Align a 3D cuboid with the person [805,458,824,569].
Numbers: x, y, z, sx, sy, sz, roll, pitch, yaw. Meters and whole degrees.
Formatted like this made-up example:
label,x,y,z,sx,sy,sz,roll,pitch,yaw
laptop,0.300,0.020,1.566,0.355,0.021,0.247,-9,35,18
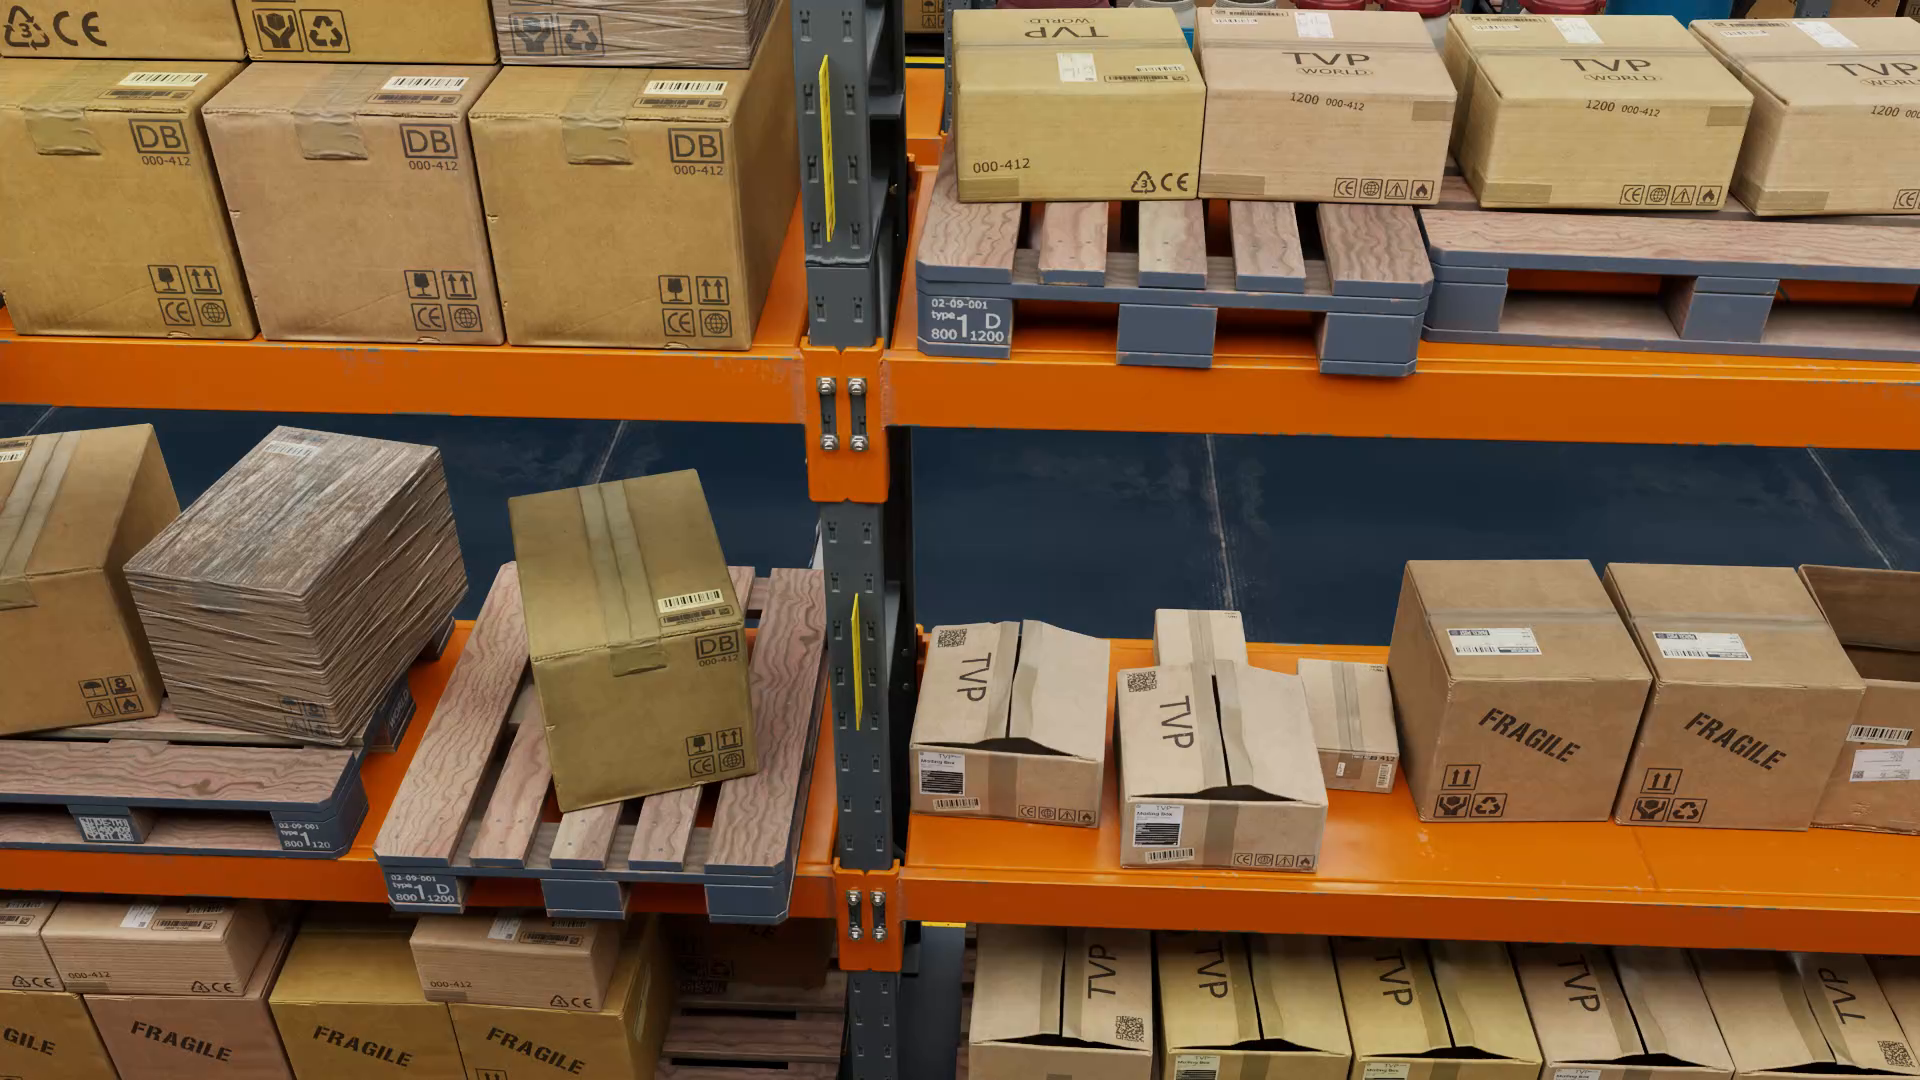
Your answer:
label,x,y,z,sx,sy,sz,roll,pitch,yaw
person,-0.412,0.022,6.129,0.432,1.772,0.643,0,35,0
